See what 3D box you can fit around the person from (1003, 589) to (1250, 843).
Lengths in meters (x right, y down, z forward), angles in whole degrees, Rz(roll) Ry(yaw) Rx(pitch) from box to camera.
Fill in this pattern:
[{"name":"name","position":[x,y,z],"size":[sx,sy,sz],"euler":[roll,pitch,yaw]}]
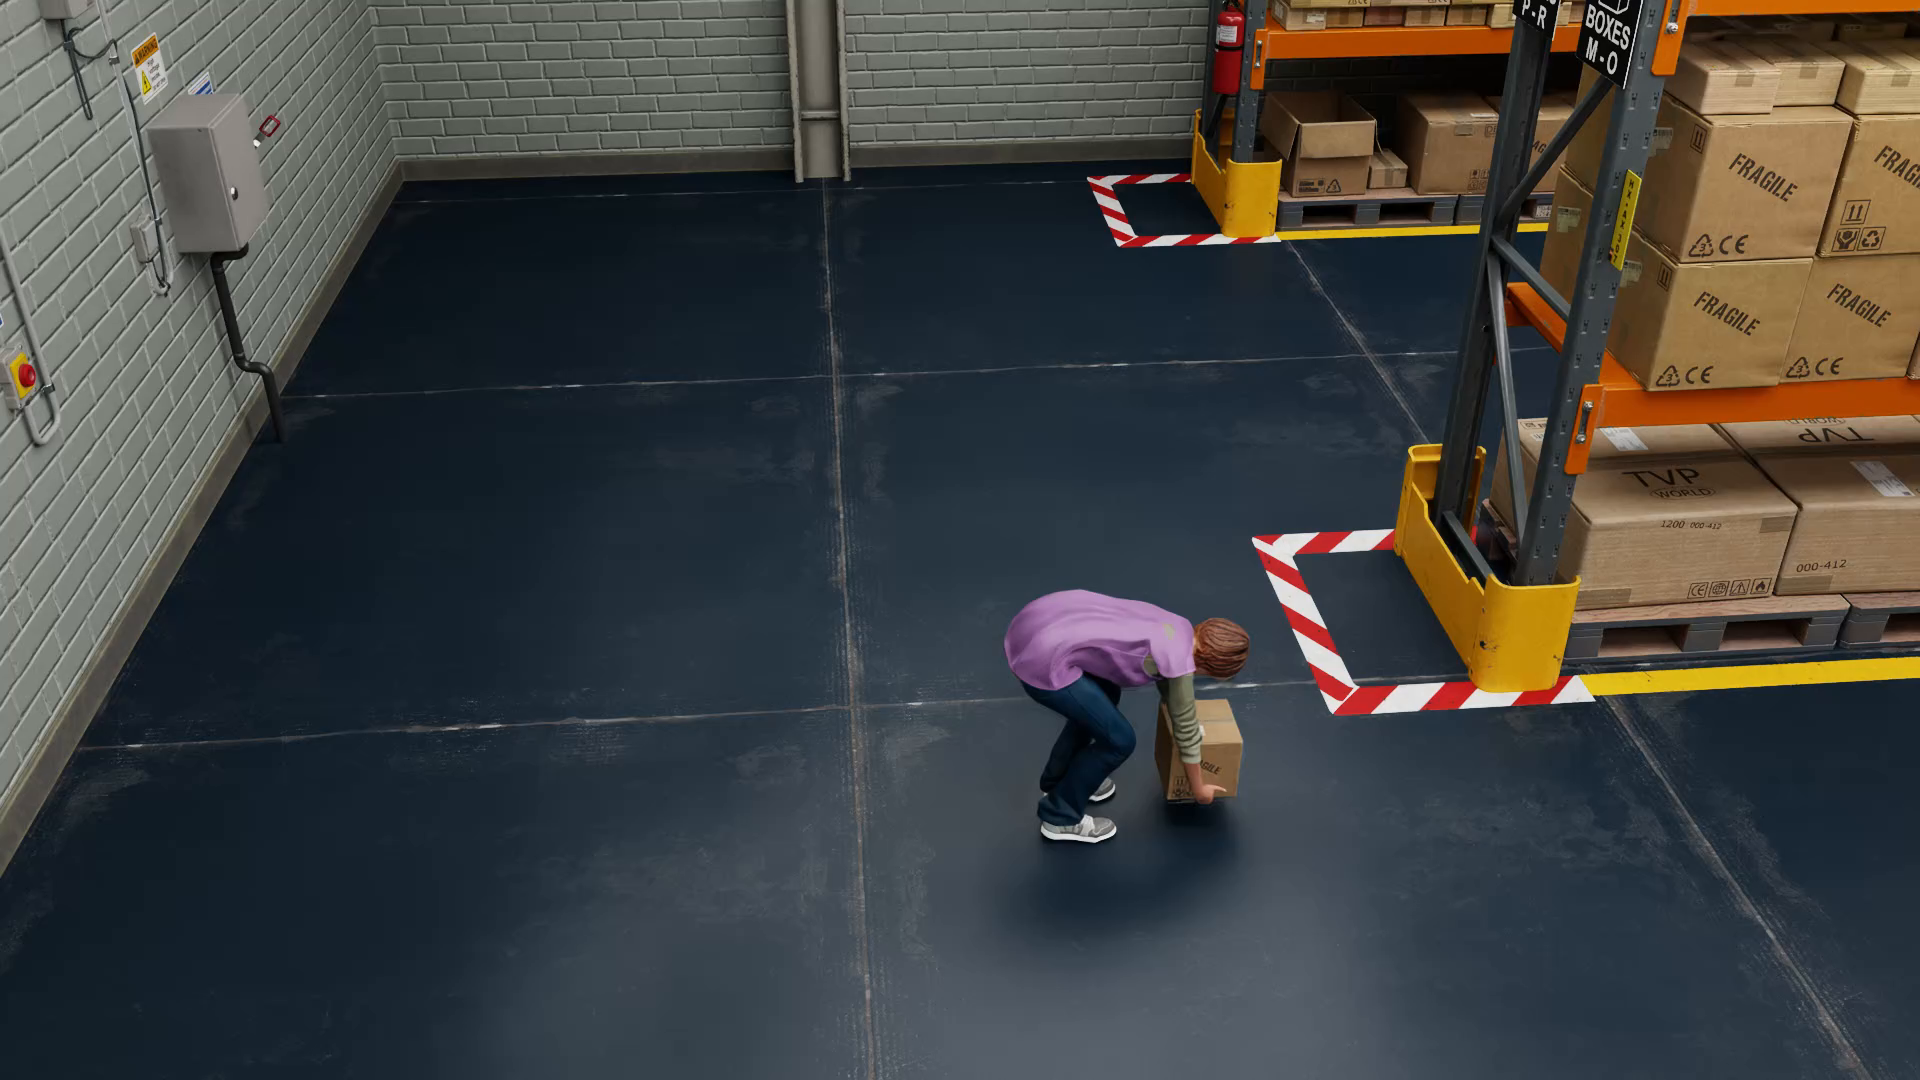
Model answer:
[{"name":"person","position":[0.578,0.591,5.813],"size":[0.863,0.936,0.408],"euler":[-4,32,-7]}]
